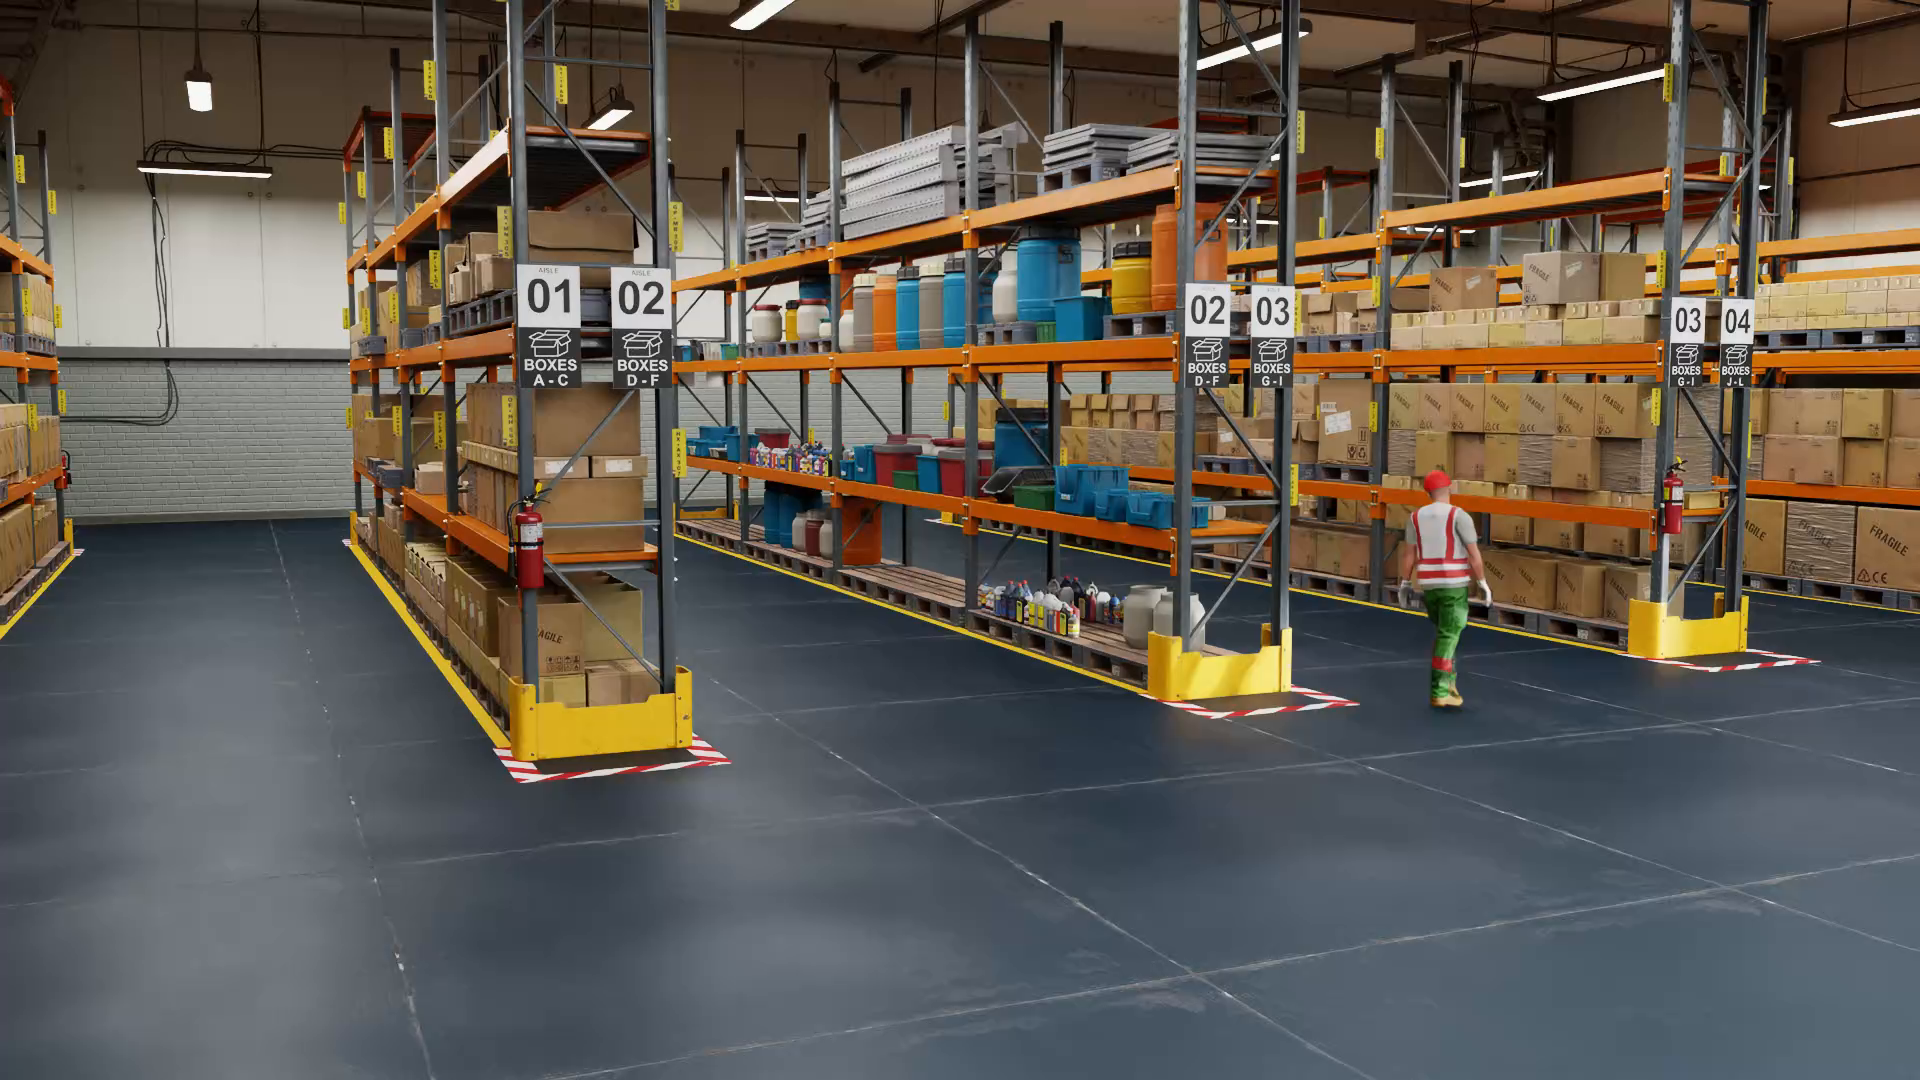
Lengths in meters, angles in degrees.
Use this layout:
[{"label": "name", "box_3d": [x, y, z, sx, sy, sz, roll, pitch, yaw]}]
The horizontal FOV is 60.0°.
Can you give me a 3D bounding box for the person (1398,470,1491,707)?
[{"label": "person", "box_3d": [3.671, 0.383, 12.573, 0.541, 1.824, 0.659, -4, 7, -38]}]
